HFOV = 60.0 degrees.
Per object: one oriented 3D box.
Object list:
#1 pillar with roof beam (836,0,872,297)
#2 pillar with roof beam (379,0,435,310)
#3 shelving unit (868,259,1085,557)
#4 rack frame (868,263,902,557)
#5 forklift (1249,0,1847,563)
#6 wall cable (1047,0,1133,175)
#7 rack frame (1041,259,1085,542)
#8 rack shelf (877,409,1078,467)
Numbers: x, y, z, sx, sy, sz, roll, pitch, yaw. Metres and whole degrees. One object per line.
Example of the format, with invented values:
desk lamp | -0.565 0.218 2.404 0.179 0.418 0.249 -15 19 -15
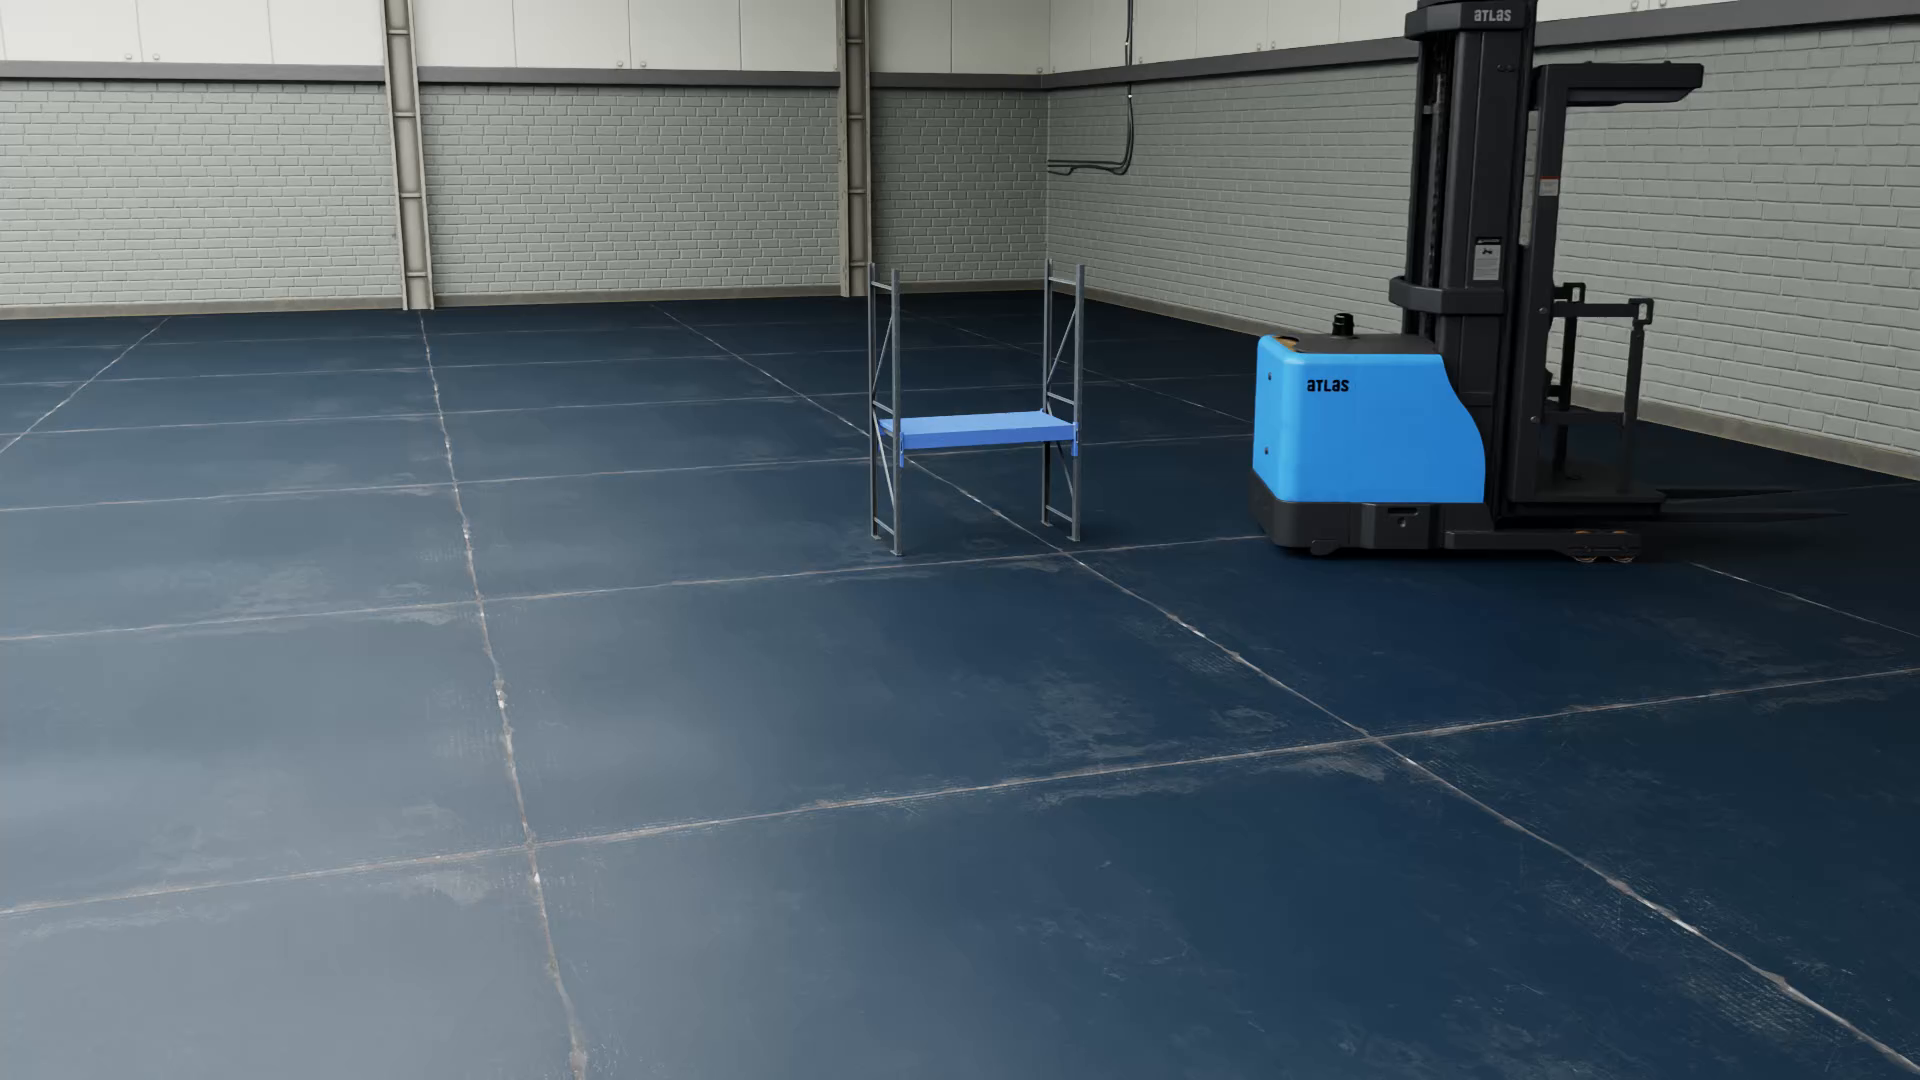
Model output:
pillar with roof beam | -0.116 -6.946 18.898 0.400 9.000 9.100 -4 14 -18
pillar with roof beam | -5.803 -6.503 17.037 0.400 9.000 9.100 -4 14 -18
shelving unit | 0.081 -0.736 8.996 1.048 1.500 0.538 -4 14 -18
rack frame | -0.401 -0.698 8.838 0.032 1.500 0.500 -4 14 -18
forklift | 3.172 -1.431 8.827 3.031 2.935 1.130 0 13 1
wall cable | 1.725 -6.307 22.922 0.112 2.526 3.097 -4 14 -18
rack frame | 0.563 -0.773 9.153 0.032 1.500 0.500 -4 14 -18
rack shelf | 0.081 -0.561 9.037 1.000 0.185 0.538 -4 14 -18
